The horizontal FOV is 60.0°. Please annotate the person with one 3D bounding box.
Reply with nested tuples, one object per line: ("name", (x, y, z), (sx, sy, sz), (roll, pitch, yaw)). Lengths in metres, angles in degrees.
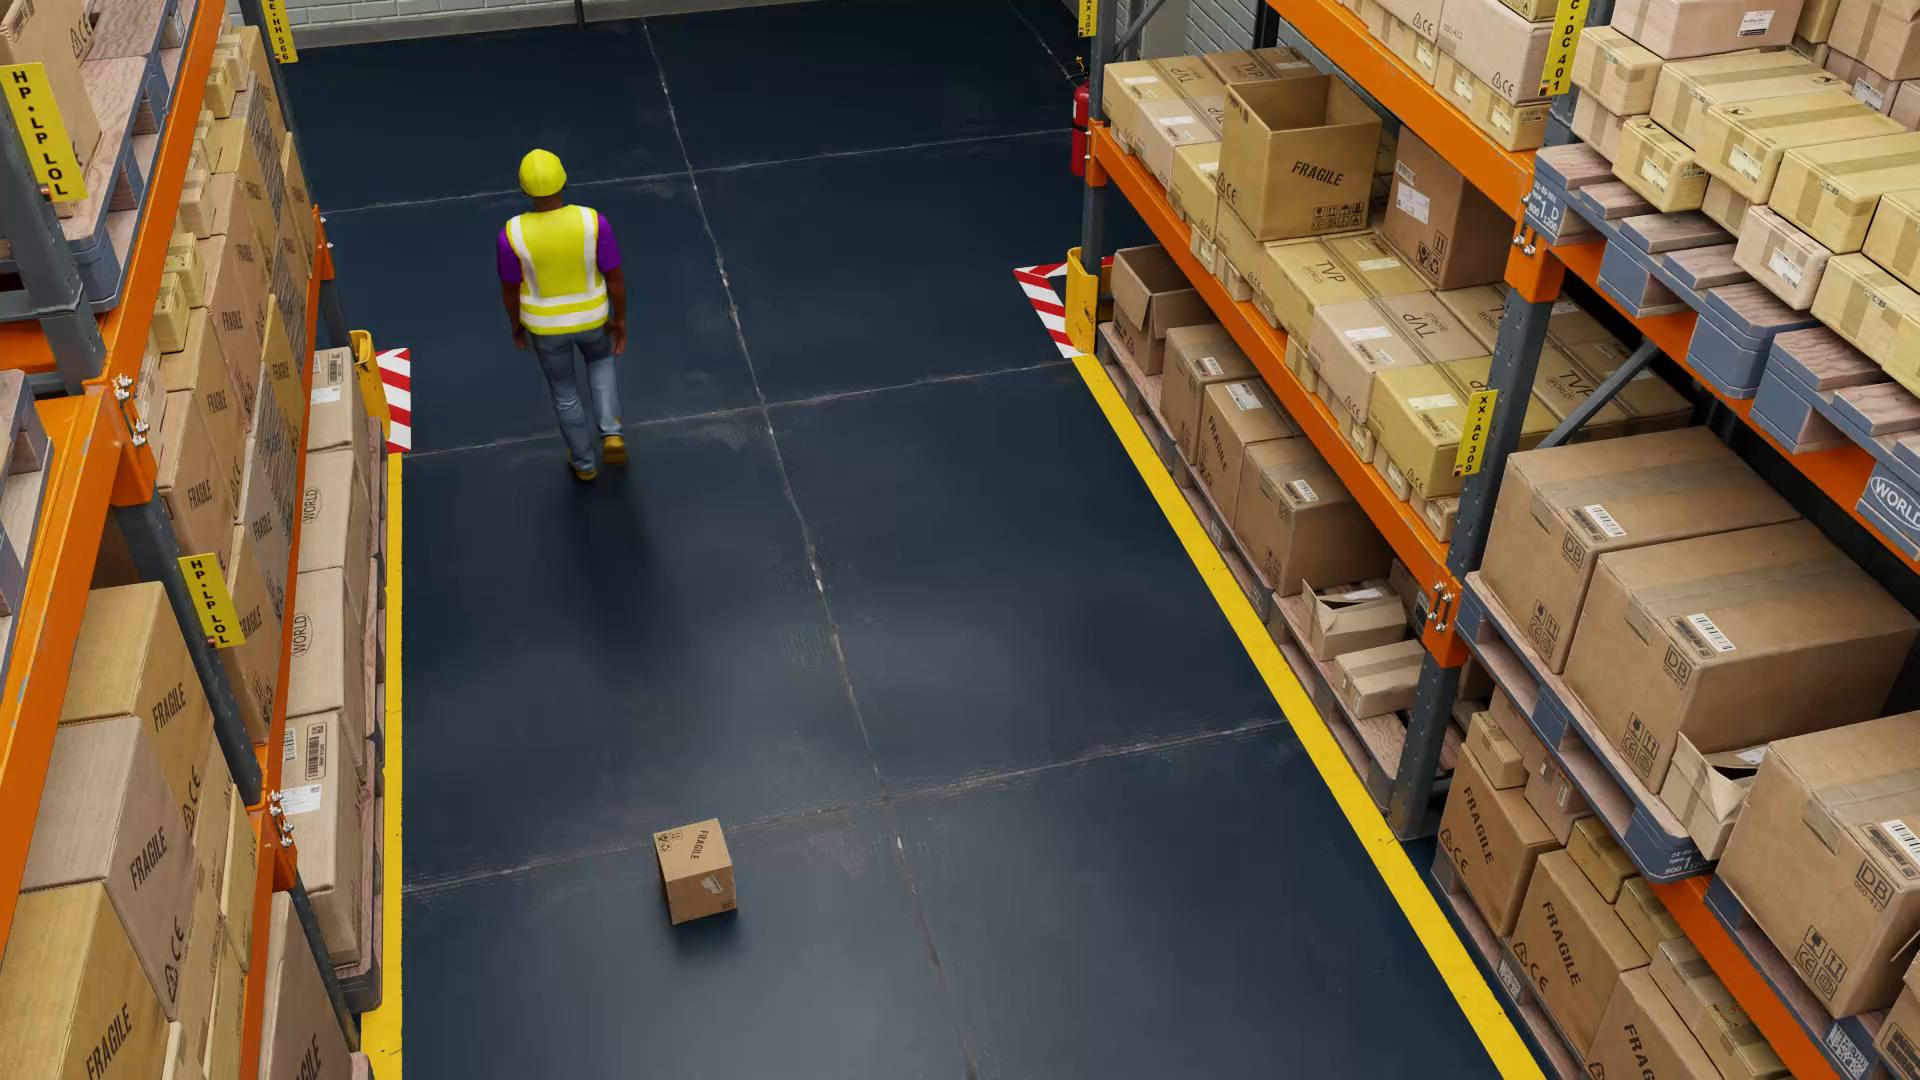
("person", (-1.908, -1.087, 8.057), (0.564, 1.766, 0.472), (-14, 40, -17))
